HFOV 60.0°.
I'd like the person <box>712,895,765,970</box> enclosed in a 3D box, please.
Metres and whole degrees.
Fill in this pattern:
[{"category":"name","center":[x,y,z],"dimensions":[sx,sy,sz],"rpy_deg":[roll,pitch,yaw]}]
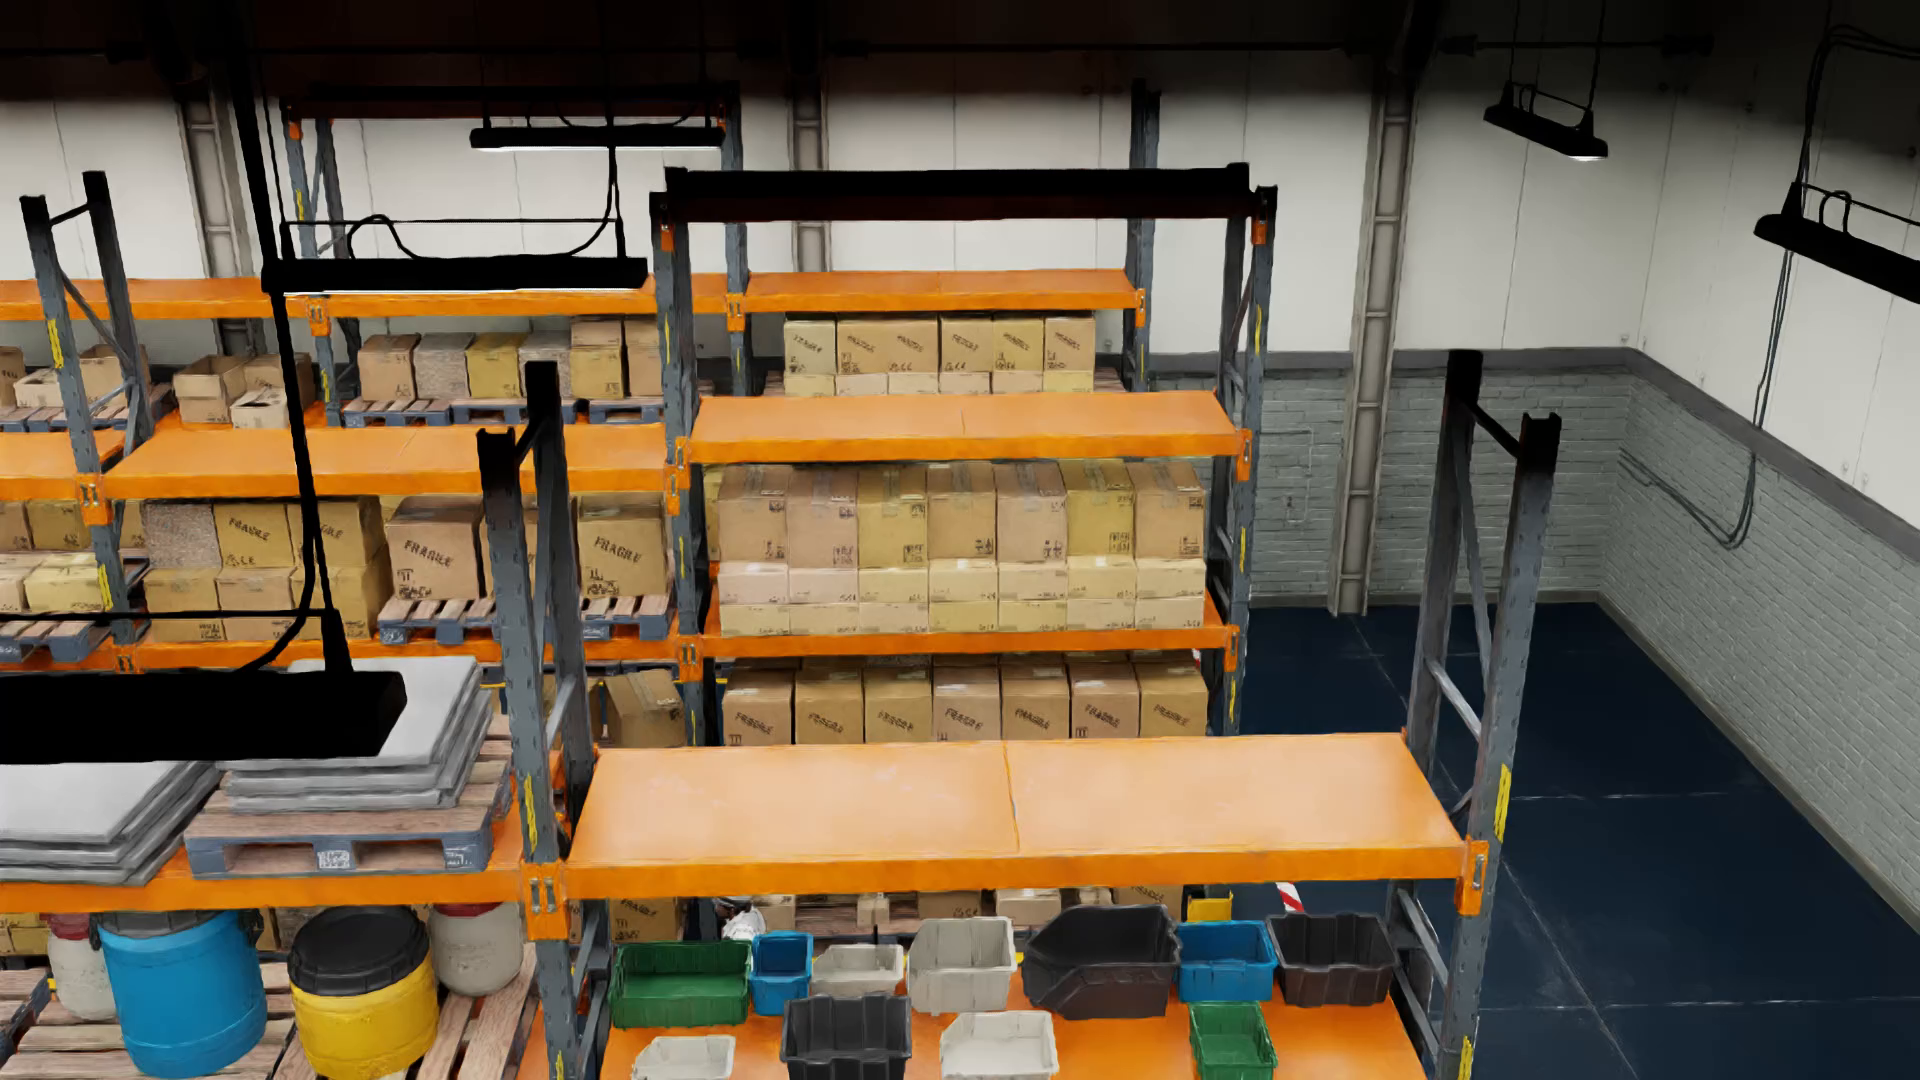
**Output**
[{"category":"person","center":[-1.418,3.054,11.489],"dimensions":[0.512,1.632,0.639],"rpy_deg":[-2,22,-4]}]
